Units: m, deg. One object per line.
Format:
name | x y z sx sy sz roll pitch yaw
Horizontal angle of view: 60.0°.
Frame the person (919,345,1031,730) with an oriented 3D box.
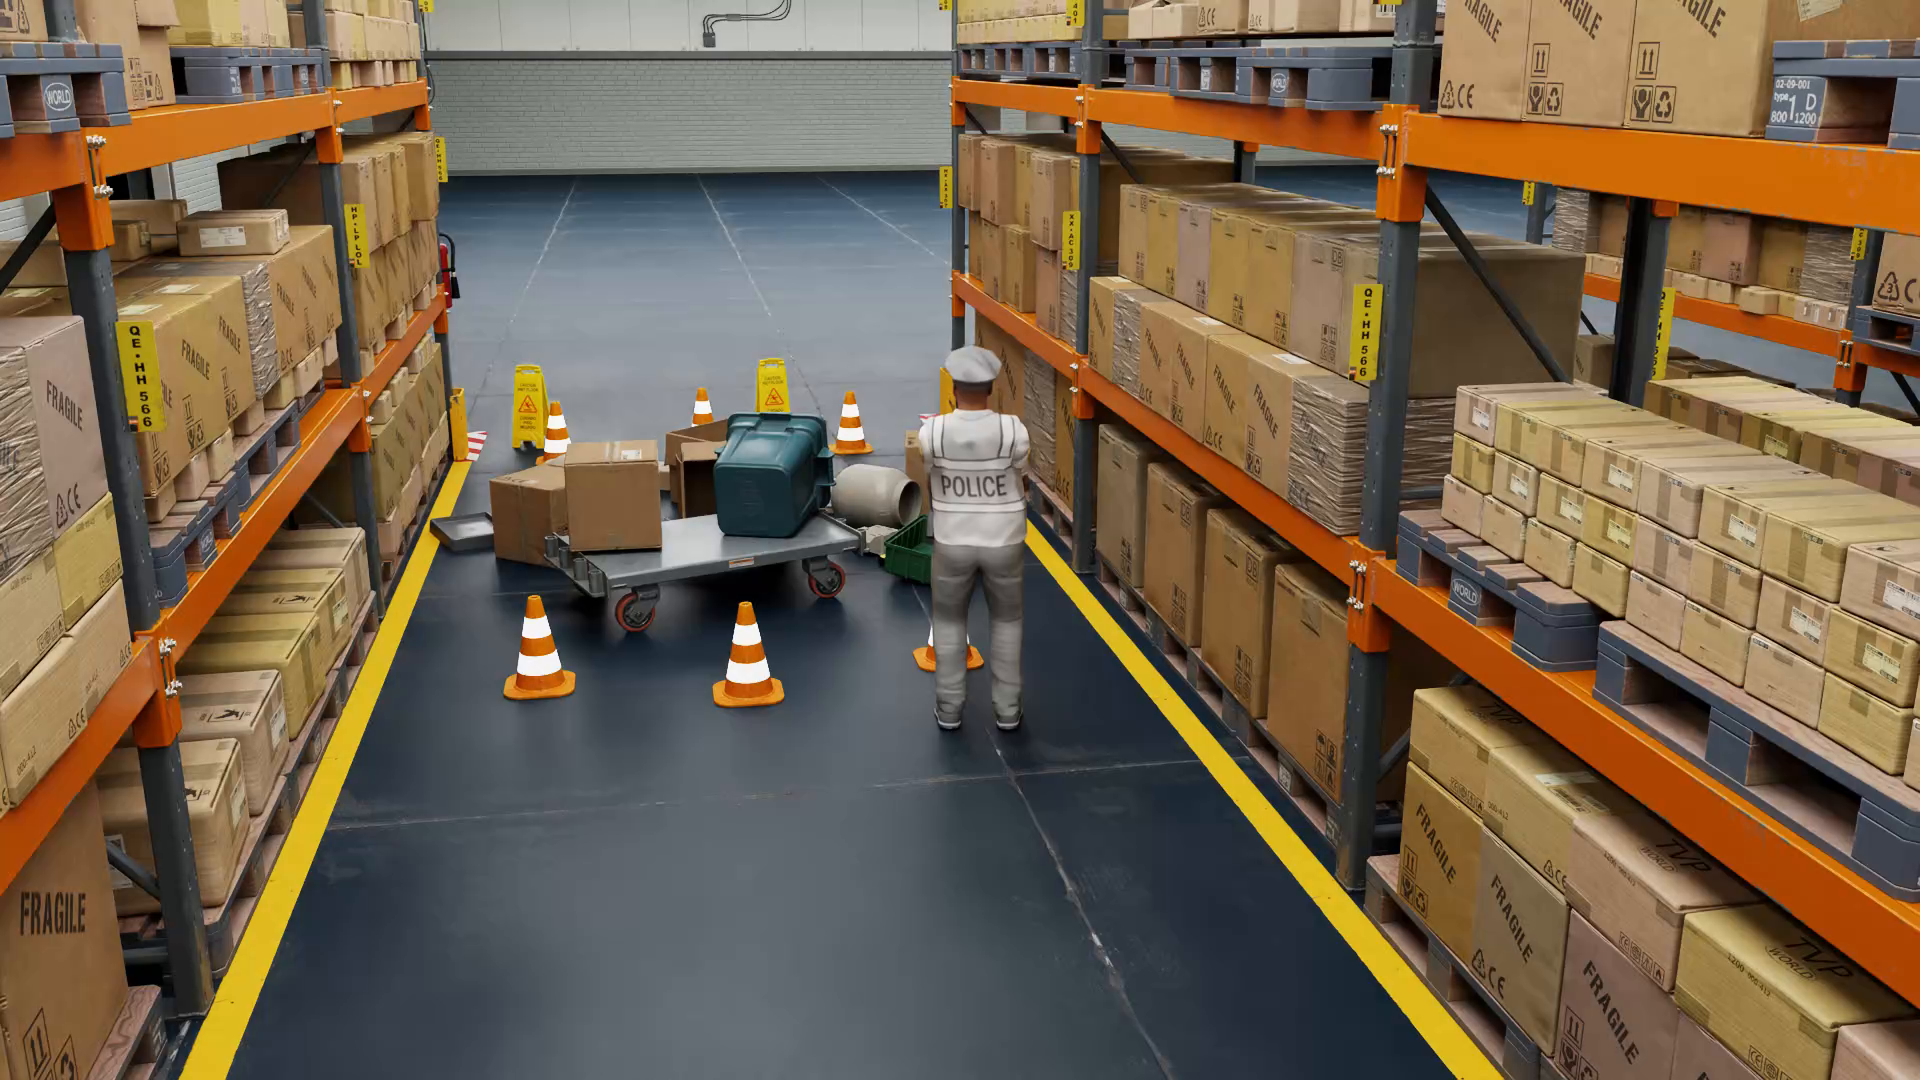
person | 0.069 -0.023 7.570 0.494 1.767 0.572 1 16 2
